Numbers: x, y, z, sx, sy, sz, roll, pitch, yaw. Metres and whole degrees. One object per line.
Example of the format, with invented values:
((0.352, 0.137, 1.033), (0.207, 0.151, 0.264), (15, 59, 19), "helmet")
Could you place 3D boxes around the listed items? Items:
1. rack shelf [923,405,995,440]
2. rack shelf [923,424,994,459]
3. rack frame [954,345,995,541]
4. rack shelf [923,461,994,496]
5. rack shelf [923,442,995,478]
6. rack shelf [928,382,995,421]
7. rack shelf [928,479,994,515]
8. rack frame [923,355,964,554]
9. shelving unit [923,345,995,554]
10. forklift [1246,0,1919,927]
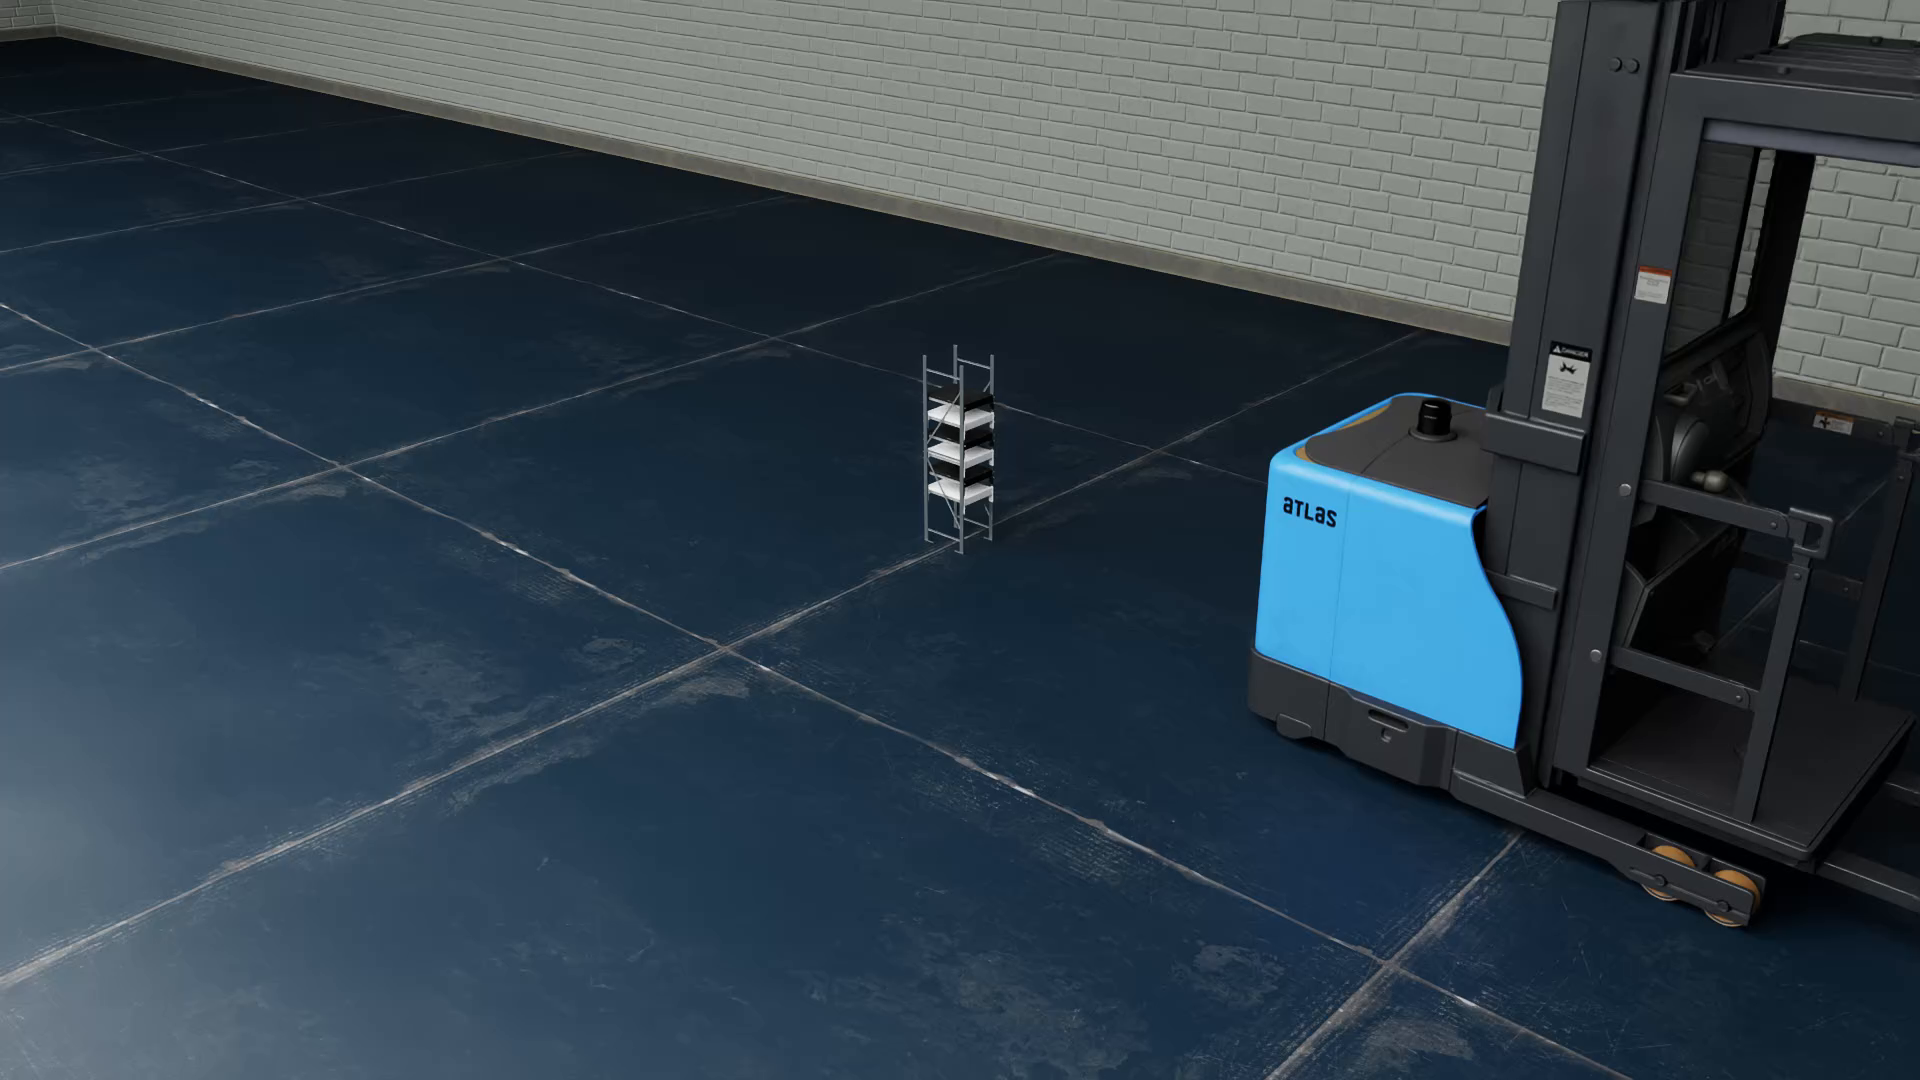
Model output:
((-0.005, -0.542, 7.500), (0.258, 0.077, 0.200), (20, 31, 38), "rack shelf")
((-0.005, -0.460, 7.537), (0.258, 0.077, 0.200), (20, 31, 38), "rack shelf")
((0.062, -0.439, 7.629), (0.240, 0.900, 0.006), (20, 31, 38), "rack frame")
((-0.005, -0.296, 7.611), (0.258, 0.077, 0.200), (20, 31, 38), "rack shelf")
((-0.005, -0.378, 7.574), (0.258, 0.077, 0.200), (20, 31, 38), "rack shelf")
((-0.005, -0.624, 7.464), (0.258, 0.077, 0.200), (20, 31, 38), "rack shelf")
((-0.005, -0.213, 7.648), (0.258, 0.077, 0.200), (20, 31, 38), "rack shelf")
((-0.073, -0.377, 7.491), (0.240, 0.900, 0.006), (20, 31, 38), "rack frame")
((-0.005, -0.408, 7.560), (0.258, 0.900, 0.210), (20, 31, 38), "shelving unit")
((2.495, -0.394, 5.047), (3.031, 2.935, 1.130), (21, 31, 38), "forklift")
